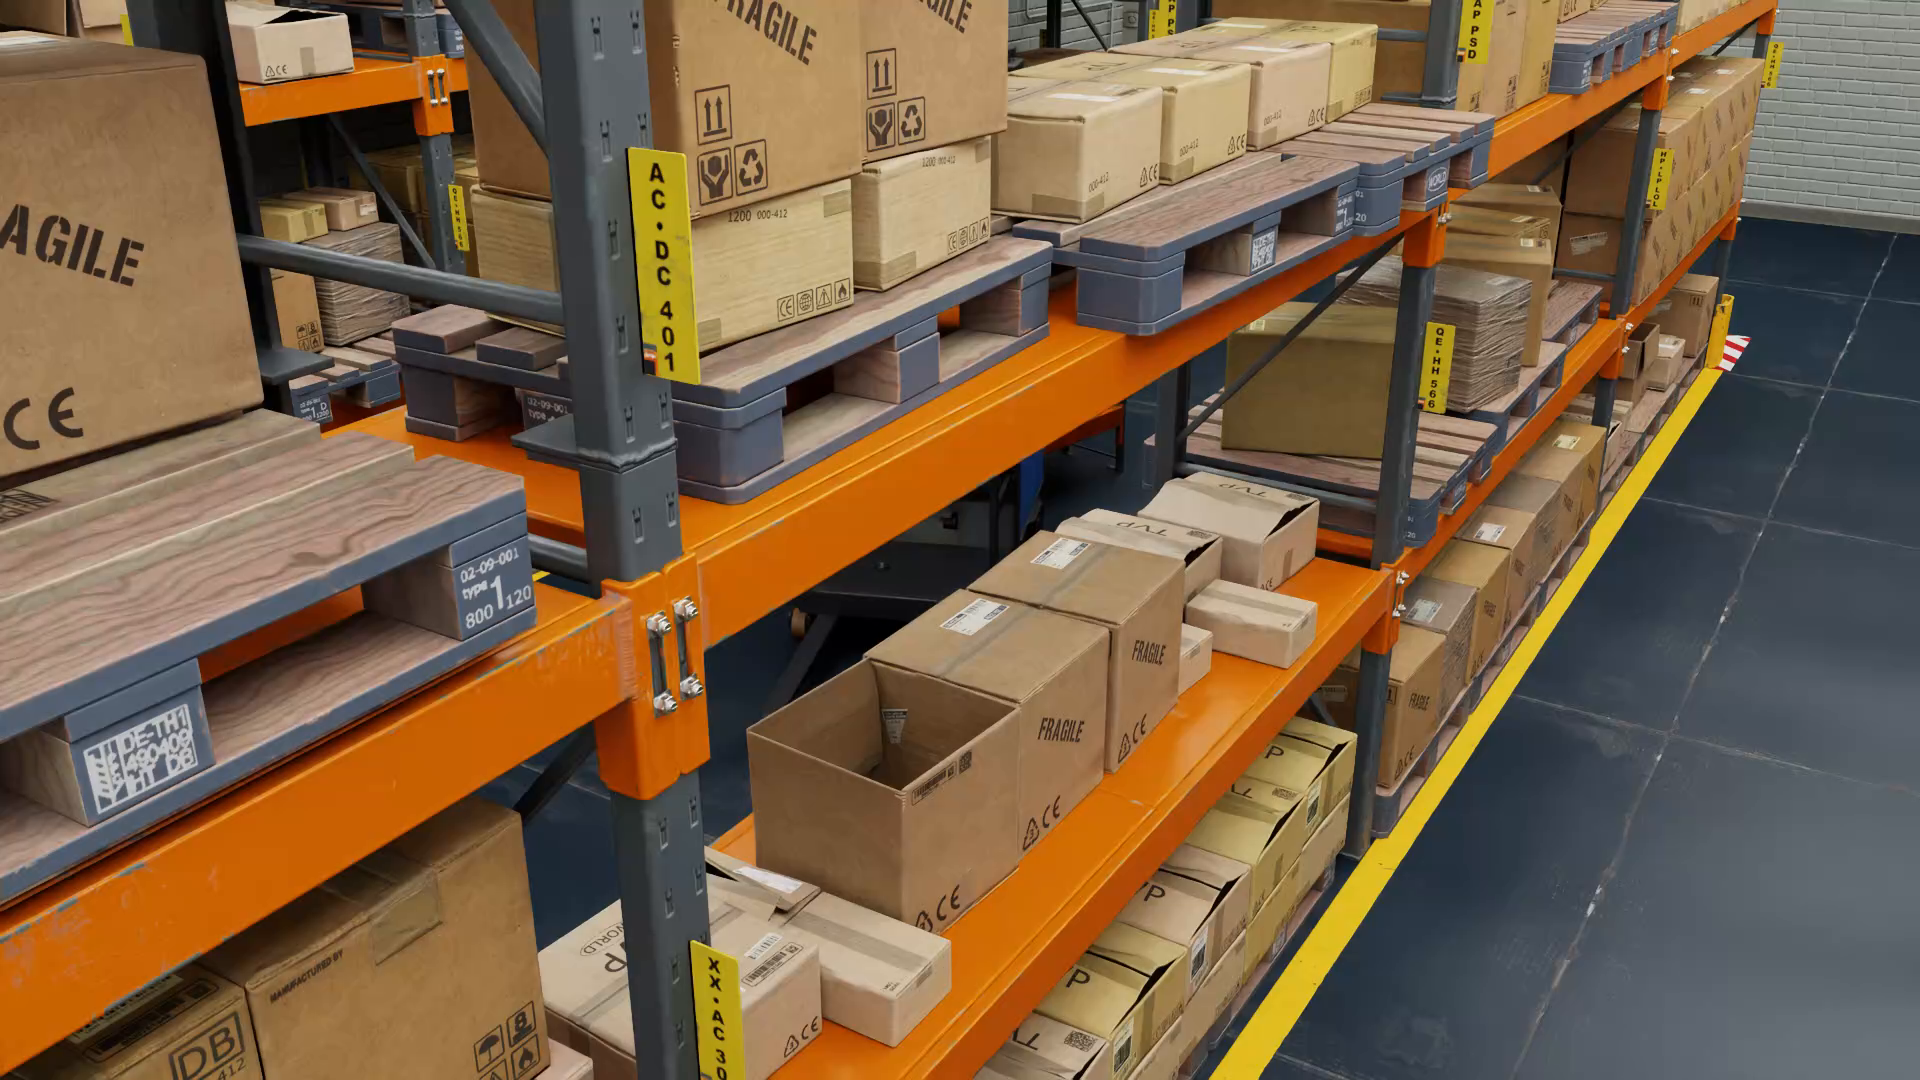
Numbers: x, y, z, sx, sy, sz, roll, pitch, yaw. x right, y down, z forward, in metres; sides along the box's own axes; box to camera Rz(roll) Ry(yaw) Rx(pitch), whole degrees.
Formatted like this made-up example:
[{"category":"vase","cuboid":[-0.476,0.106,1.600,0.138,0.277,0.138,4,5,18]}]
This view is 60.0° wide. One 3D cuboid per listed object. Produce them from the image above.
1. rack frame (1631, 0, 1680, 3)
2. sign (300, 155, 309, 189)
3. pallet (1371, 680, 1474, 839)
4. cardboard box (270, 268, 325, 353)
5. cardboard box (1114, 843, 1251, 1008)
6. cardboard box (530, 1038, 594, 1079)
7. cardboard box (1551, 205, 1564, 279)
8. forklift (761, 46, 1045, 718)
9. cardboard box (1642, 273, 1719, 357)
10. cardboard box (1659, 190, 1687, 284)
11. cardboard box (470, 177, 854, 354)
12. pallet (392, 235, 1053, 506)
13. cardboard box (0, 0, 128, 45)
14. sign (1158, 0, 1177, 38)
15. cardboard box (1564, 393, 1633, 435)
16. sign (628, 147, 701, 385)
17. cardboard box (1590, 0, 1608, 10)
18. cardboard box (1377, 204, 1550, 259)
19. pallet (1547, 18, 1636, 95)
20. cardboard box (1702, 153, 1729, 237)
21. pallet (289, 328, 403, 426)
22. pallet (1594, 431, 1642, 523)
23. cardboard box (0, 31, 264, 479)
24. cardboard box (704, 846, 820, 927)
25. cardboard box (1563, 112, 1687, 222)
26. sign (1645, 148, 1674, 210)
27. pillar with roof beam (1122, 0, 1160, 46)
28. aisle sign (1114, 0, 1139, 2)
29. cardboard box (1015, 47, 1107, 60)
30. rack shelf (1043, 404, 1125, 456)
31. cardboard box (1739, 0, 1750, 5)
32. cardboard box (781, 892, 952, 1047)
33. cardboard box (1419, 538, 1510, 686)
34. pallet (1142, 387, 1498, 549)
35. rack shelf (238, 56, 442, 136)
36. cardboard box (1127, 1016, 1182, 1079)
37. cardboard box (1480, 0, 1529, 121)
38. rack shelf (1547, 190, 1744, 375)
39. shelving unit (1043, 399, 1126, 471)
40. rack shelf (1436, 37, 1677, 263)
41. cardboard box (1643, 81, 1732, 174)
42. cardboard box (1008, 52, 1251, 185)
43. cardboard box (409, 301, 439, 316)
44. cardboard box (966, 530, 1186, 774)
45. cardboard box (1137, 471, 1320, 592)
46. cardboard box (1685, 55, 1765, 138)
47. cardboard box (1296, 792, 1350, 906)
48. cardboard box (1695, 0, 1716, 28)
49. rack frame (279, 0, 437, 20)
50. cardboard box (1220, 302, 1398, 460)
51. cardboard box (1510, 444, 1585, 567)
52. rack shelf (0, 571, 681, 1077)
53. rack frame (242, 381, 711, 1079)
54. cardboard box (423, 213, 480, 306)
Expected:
[{"category":"rack frame","cuboid":[3.335,-4.299,8.353,1.000,3.000,0.127,14,27,29]},{"category":"sign","cuboid":[-3.459,-1.879,8.858,0.100,0.325,0.005,14,27,29]},{"category":"pallet","cuboid":[1.651,0.840,7.544,1.003,0.211,1.213,14,27,29]},{"category":"cardboard box","cuboid":[-3.497,-1.125,7.894,0.700,0.500,0.500,11,26,24]},{"category":"cardboard box","cuboid":[0.621,1.191,5.450,0.500,0.311,0.500,14,27,29]},{"category":"cardboard box","cuboid":[-0.846,0.947,2.844,0.380,0.149,0.250,14,27,29]},{"category":"cardboard box","cuboid":[3.381,-1.814,10.039,0.500,0.500,0.500,14,27,30]},{"category":"forklift","cuboid":[-0.272,-0.921,8.189,1.130,2.935,3.031,4,24,10]},{"category":"cardboard box","cuboid":[5.367,-1.716,12.530,0.500,0.500,0.500,14,27,29]},{"category":"cardboard box","cuboid":[4.103,-1.880,10.192,0.500,0.500,0.500,14,27,30]},{"category":"cardboard box","cuboid":[-0.552,-0.552,3.134,0.500,0.250,0.500,17,29,34]},{"category":"pallet","cuboid":[-0.431,-0.435,3.444,0.805,0.209,1.217,13,26,27]},{"category":"cardboard box","cuboid":[-3.748,-2.248,7.235,0.797,0.503,0.637,18,29,36]},{"category":"sign","cuboid":[0.765,-1.924,5.992,0.100,0.325,0.005,14,27,29]},{"category":"cardboard box","cuboid":[4.188,-0.838,10.922,0.380,0.166,0.250,14,27,29]},{"category":"sign","cuboid":[-0.413,-0.380,2.326,0.100,0.325,0.005,14,27,29]},{"category":"cardboard box","cuboid":[3.007,-3.052,8.469,0.600,0.600,0.600,11,26,24]},{"category":"cardboard box","cuboid":[2.586,-1.426,8.614,0.700,0.500,0.500,19,30,37]},{"category":"pallet","cuboid":[2.387,-2.280,7.702,1.213,0.211,1.003,14,27,29]},{"category":"cardboard box","cuboid":[4.901,-2.391,11.370,0.500,0.500,0.500,14,27,29]},{"category":"pallet","cuboid":[-3.271,-0.882,8.253,1.213,0.211,1.003,14,27,29]},{"category":"pallet","cuboid":[3.698,-0.498,10.634,1.003,0.211,1.213,14,27,29]},{"category":"cardboard box","cuboid":[-1.375,-0.410,2.316,0.500,0.500,0.500,16,28,33]},{"category":"cardboard box","cuboid":[-0.577,0.881,4.109,0.396,0.266,0.258,13,27,28]},{"category":"cardboard box","cuboid":[3.822,-2.151,9.558,0.500,0.500,0.500,15,27,30]},{"category":"sign","cuboid":[3.808,-1.962,9.049,0.100,0.325,0.005,14,27,29]},{"category":"pillar with roof beam","cuboid":[5.581,-6.876,14.307,9.100,9.000,0.400,14,27,29]},{"category":"aisle sign","cuboid":[1.527,-5.087,14.453,0.394,0.787,0.004,14,27,29]},{"category":"cardboard box","cuboid":[0.974,-3.896,14.597,0.980,0.700,0.700,15,28,31]},{"category":"rack shelf","cuboid":[0.520,-0.665,10.485,0.538,0.278,1.000,20,31,39]},{"category":"cardboard box","cuboid":[4.872,-3.637,10.789,0.500,0.250,0.500,14,27,29]},{"category":"cardboard box","cuboid":[-0.244,1.013,3.950,0.380,0.149,0.250,14,27,29]},{"category":"cardboard box","cuboid":[2.248,0.310,7.852,0.500,0.500,0.500,13,27,28]},{"category":"pallet","cuboid":[1.523,-0.351,7.027,1.213,0.211,1.003,14,27,29]},{"category":"rack shelf","cuboid":[-4.040,-1.604,6.809,1.077,0.370,4.000,14,27,29]},{"category":"cardboard box","cuboid":[0.349,1.620,5.165,0.500,0.250,0.500,14,27,30]},{"category":"cardboard box","cuboid":[1.695,-1.945,6.565,0.910,0.500,0.500,14,27,29]},{"category":"rack shelf","cuboid":[4.390,-1.891,11.247,1.077,0.370,4.000,14,27,29]},{"category":"shelving unit","cuboid":[0.520,-0.889,10.388,0.538,1.125,1.048,20,31,39]},{"category":"rack shelf","cuboid":[2.280,-1.917,7.533,1.077,0.370,4.000,14,27,29]},{"category":"cardboard box","cuboid":[4.637,-2.673,10.764,0.500,0.500,0.500,15,27,31]},{"category":"cardboard box","cuboid":[0.461,-1.160,4.538,0.500,0.250,0.500,13,27,28]},{"category":"cardboard box","cuboid":[-3.031,-1.290,9.245,0.380,0.149,0.250,14,27,30]},{"category":"cardboard box","cuboid":[0.354,0.328,5.091,0.500,0.500,0.500,12,26,26]},{"category":"cardboard box","cuboid":[0.996,-0.041,6.182,0.500,0.311,0.500,16,28,32]},{"category":"cardboard box","cuboid":[5.444,-3.193,11.965,0.500,0.500,0.500,14,27,29]},{"category":"cardboard box","cuboid":[1.155,1.102,6.361,0.500,0.250,0.500,15,27,30]},{"category":"cardboard box","cuboid":[4.069,-3.134,9.626,0.500,0.250,0.500,14,27,29]},{"category":"rack frame","cuboid":[-2.985,-3.986,7.630,1.000,3.000,0.127,14,27,29]},{"category":"cardboard box","cuboid":[1.461,-0.671,6.869,0.700,0.500,0.500,5,24,11]},{"category":"cardboard box","cuboid":[3.050,-0.209,9.050,0.500,0.500,0.500,14,27,29]},{"category":"rack shelf","cuboid":[-1.940,0.783,1.296,1.077,0.370,4.000,14,27,29]},{"category":"rack frame","cuboid":[-0.885,1.154,3.308,1.000,3.000,0.127,14,27,29]},{"category":"cardboard box","cuboid":[-2.512,-1.535,8.994,0.500,0.500,0.500,15,27,30]}]
